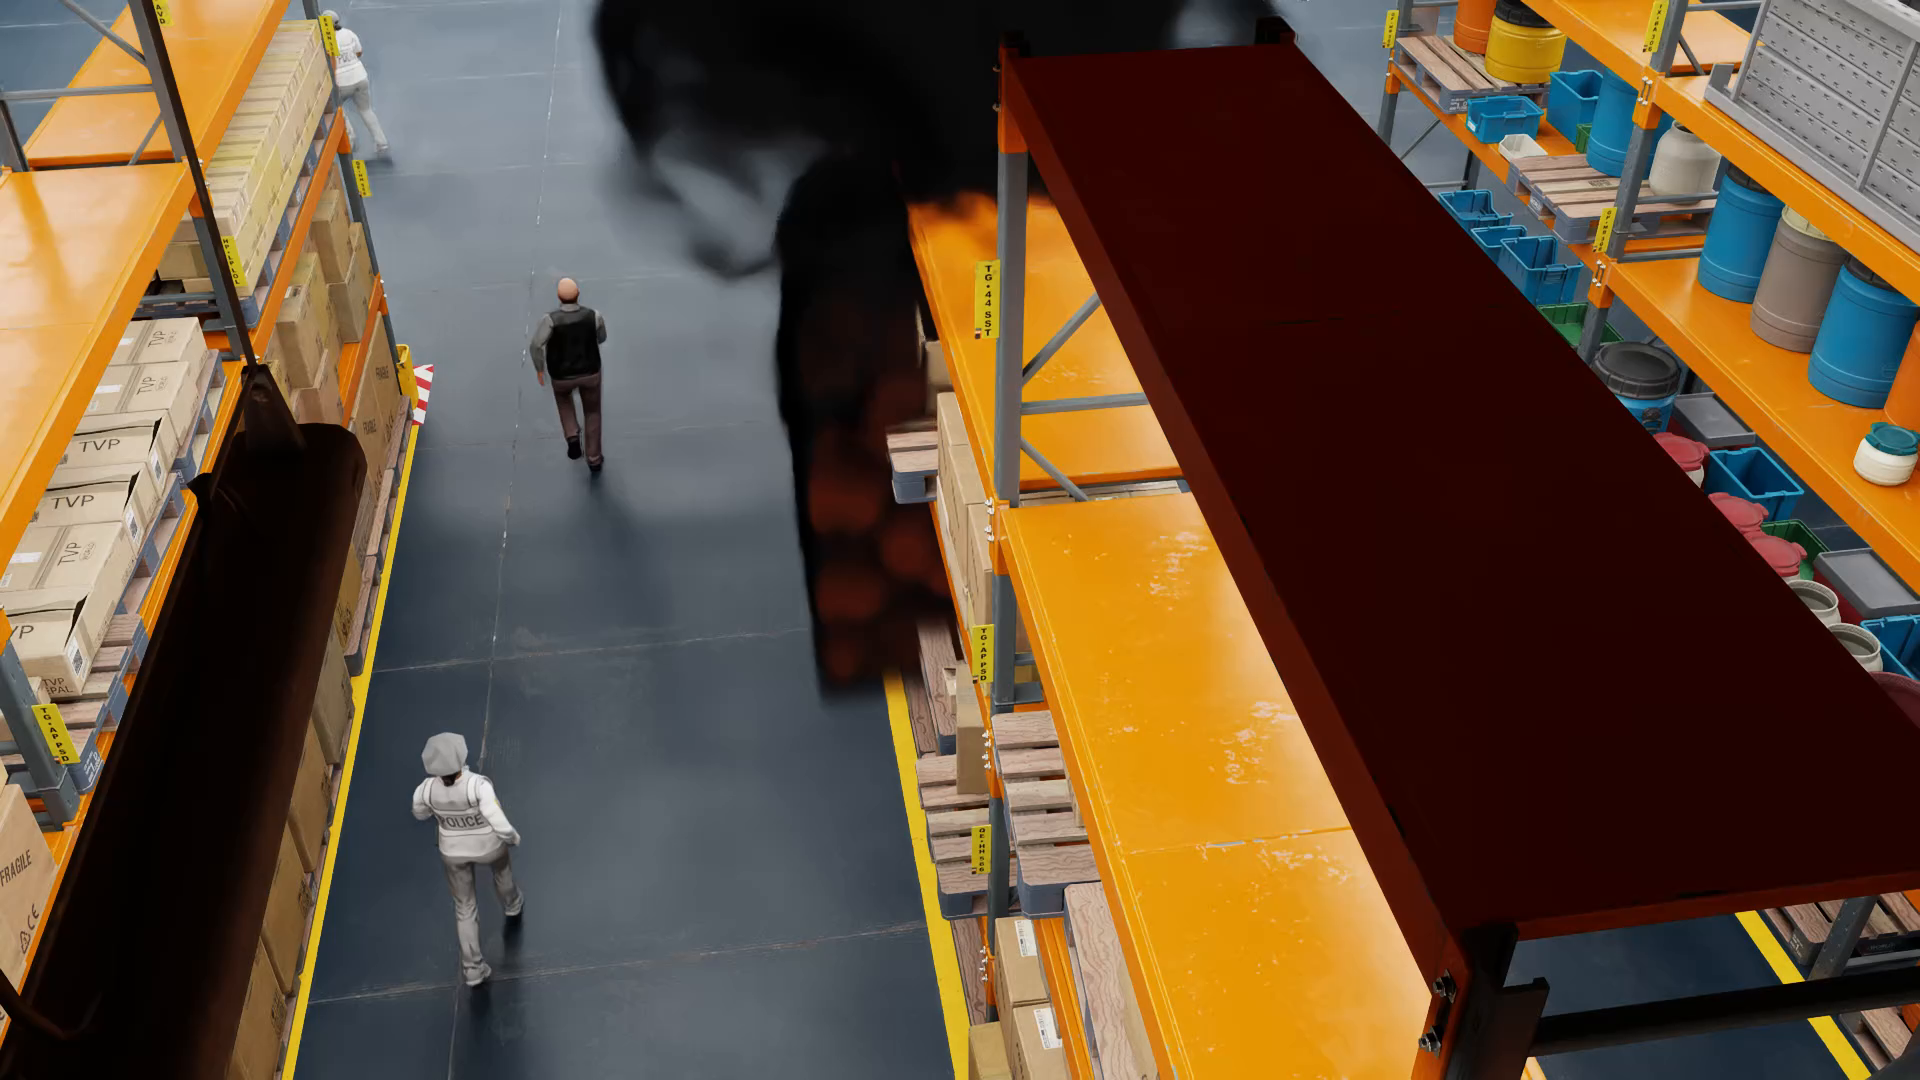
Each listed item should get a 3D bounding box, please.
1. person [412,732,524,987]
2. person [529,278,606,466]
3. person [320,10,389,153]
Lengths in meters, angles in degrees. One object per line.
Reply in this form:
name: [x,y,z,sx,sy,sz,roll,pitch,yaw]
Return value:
person: [-2.805,1.768,9.575,0.600,1.705,0.860,-5,37,-6]
person: [-3.247,-1.453,13.915,0.638,1.612,0.708,-10,37,-13]
person: [-7.036,-5.240,19.207,0.826,1.701,0.626,23,42,28]
